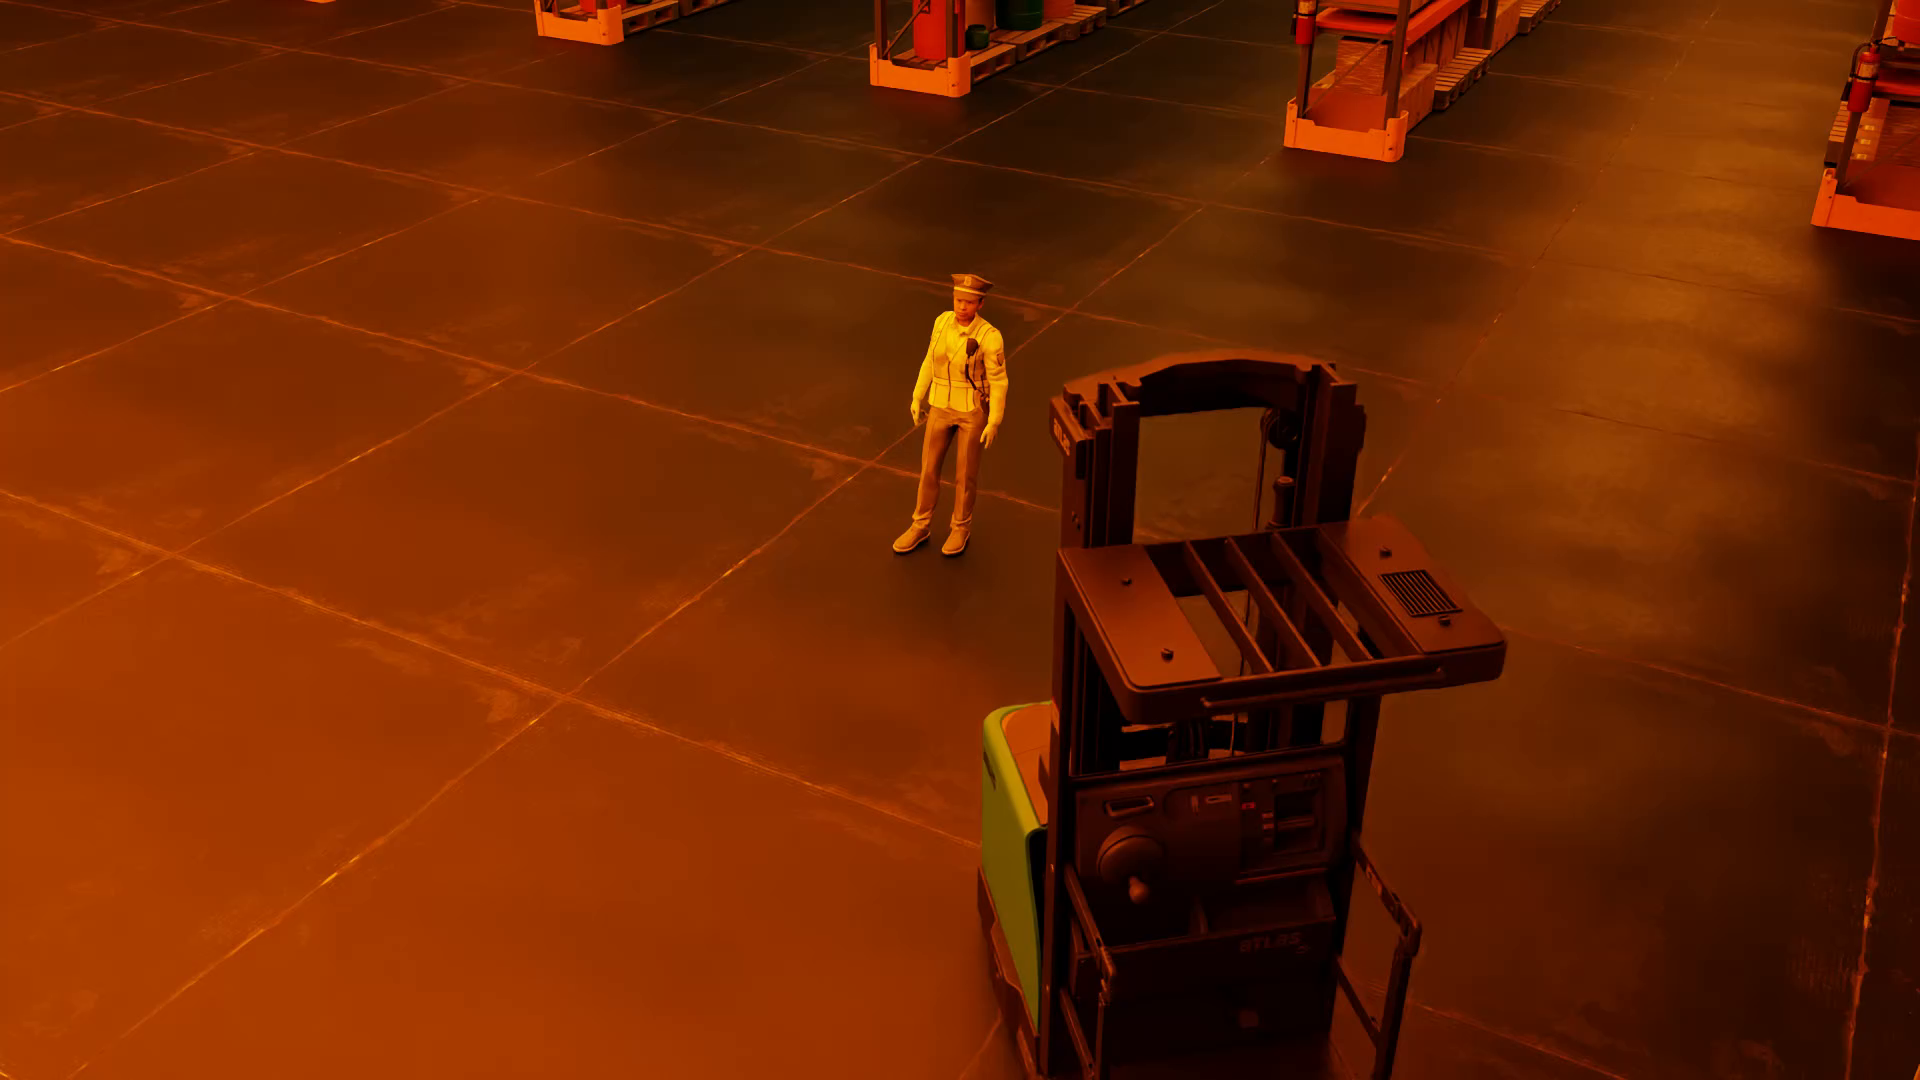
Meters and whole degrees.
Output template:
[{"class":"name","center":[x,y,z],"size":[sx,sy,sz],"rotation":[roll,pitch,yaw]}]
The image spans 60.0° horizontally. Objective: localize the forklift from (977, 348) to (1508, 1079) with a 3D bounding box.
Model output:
[{"class":"forklift","center":[0.882,1.007,5.325],"size":[1.130,2.935,3.031],"rotation":[-6,31,-10]}]

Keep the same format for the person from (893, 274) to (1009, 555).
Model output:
[{"class":"person","center":[-0.040,-0.712,9.527],"size":[0.586,1.694,0.530],"rotation":[15,33,25]}]
